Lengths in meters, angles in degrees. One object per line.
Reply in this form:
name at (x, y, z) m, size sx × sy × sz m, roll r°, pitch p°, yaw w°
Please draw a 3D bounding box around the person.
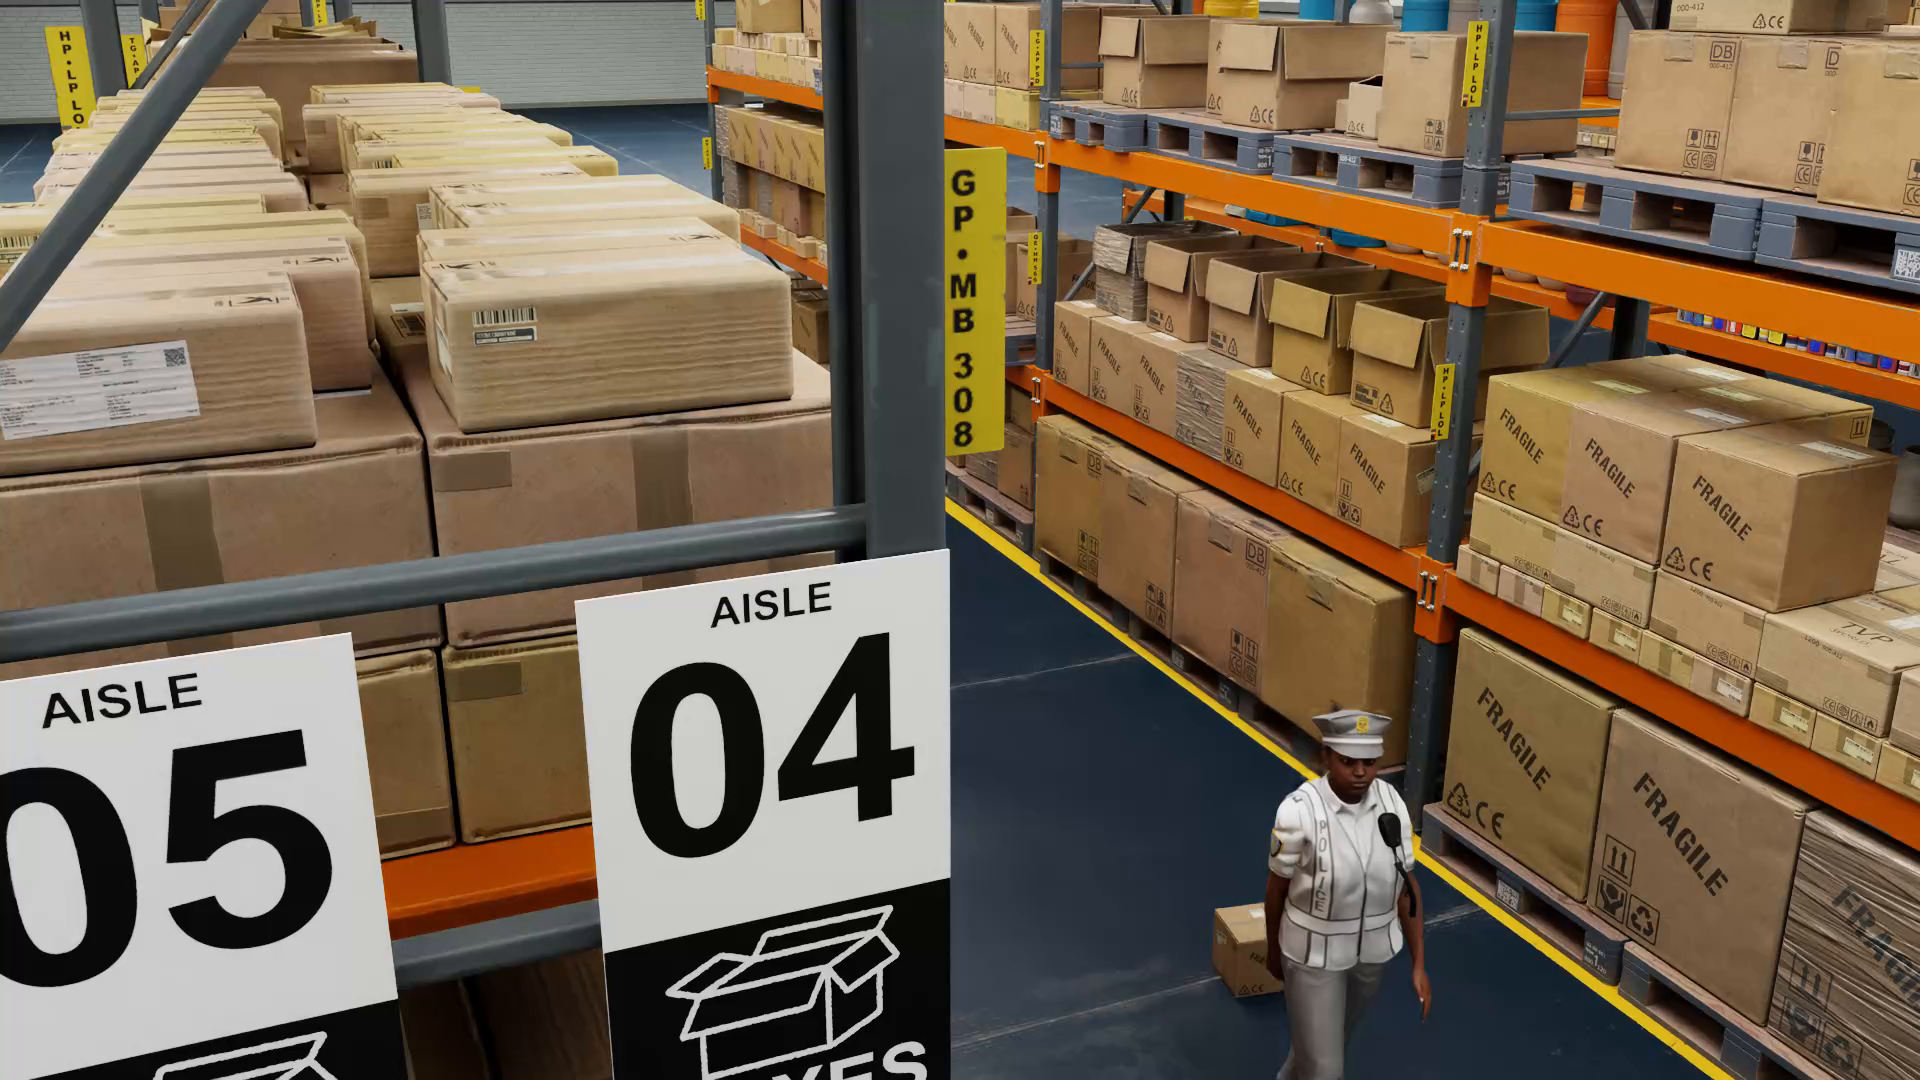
person at (1.225, 1.325, 5.160) m, size 0.447 × 1.693 × 0.835 m, roll -5°, pitch 20°, yaw -16°
